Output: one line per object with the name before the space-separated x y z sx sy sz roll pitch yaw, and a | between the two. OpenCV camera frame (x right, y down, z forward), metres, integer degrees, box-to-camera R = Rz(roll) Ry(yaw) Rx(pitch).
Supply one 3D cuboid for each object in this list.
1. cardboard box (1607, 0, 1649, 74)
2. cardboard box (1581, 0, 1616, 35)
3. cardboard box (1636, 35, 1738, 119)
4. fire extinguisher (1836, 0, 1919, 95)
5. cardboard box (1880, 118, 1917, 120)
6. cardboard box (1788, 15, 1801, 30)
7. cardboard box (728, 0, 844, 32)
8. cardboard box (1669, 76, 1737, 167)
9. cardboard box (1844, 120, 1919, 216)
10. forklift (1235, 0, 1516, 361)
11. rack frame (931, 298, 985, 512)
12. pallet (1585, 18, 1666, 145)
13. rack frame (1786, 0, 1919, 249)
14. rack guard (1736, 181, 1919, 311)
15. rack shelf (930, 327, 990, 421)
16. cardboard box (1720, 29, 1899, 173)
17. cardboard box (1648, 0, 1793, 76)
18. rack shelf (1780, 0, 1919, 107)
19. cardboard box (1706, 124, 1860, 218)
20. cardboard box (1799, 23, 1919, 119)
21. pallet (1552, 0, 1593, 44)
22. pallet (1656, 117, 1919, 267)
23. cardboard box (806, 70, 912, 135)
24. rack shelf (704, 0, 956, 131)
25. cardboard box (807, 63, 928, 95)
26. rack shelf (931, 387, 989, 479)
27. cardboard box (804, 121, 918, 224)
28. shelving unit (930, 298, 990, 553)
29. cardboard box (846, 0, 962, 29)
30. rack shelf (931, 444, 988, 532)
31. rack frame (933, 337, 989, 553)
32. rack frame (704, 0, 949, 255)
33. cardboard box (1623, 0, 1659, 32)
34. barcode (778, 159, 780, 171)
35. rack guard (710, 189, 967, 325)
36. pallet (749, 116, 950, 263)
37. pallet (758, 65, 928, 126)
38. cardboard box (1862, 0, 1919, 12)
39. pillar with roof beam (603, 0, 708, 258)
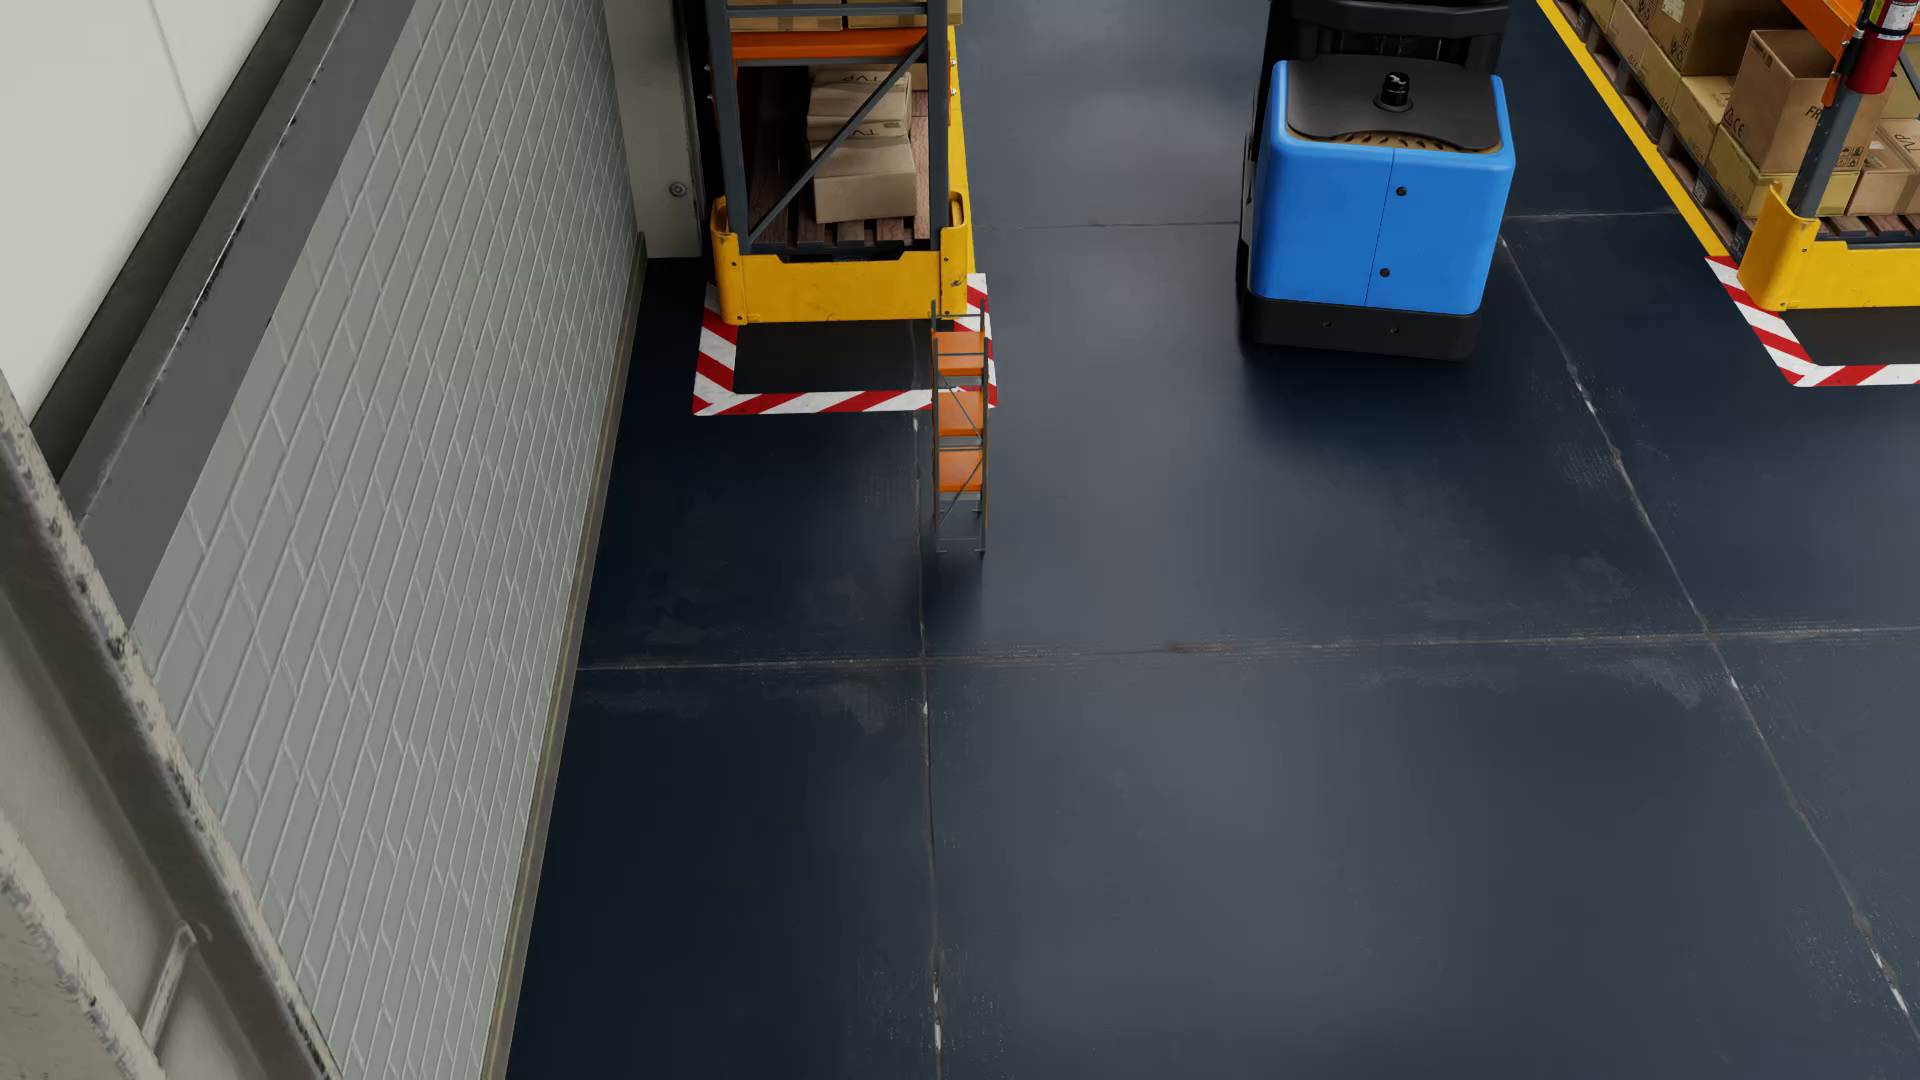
cardboard box | 4.002 -2.854 9.368 0.500 0.250 0.500 -2 43 -2
cardboard box | 3.975 -3.191 9.736 0.500 0.250 0.500 -2 43 -2
cardboard box | 4.022 -2.516 8.999 0.500 0.250 0.500 -2 43 -2
fire extinguisher | 3.937 -2.225 7.015 0.296 0.674 0.183 -2 43 -2
cardboard box | 4.570 -2.194 8.648 0.500 0.250 0.500 -2 43 -2
cardboard box | 4.538 -2.807 8.762 0.500 0.500 0.500 -2 43 -2
cardboard box | -0.767 -2.464 7.315 0.500 0.250 0.500 -1 43 -1
cardboard box | 4.045 -2.179 8.631 0.500 0.250 0.500 -2 43 -2
cardboard box | 4.595 -1.856 8.279 0.500 0.250 0.500 -2 43 -2
forklift | 2.040 -2.895 7.739 1.130 2.935 3.031 6 43 7
rack frame | -0.007 -0.506 6.525 0.200 1.050 0.008 -2 43 -2
pallet | 4.273 -2.656 9.491 1.003 0.211 1.213 -2 43 -2
rack frame | 4.396 -2.347 7.090 1.000 3.000 0.127 -2 43 -2
rack guard | 4.397 -1.409 7.917 1.175 0.500 0.348 -2 43 -2
rack shelf | -0.002 -0.625 6.250 0.215 0.259 0.240 -2 43 -2
cardboard box | 4.076 -2.118 8.010 0.500 0.500 0.500 -2 43 -2
cardboard box | 4.019 -2.793 8.746 0.500 0.500 0.500 -2 43 -2
rack shelf | 4.311 -3.432 8.806 1.077 0.370 4.000 -2 43 -2
cardboard box | 4.078 -1.842 8.263 0.500 0.250 0.500 -2 43 -2
cardboard box | 4.572 -2.470 8.394 0.500 0.500 0.500 -2 43 -2
pallet | 4.218 -3.481 10.392 1.003 0.211 1.213 -2 43 -2
pallet | 4.321 -1.834 8.594 1.003 0.211 1.213 -2 43 -2
cardboard box | -0.517 -2.228 8.625 0.500 0.311 0.500 2 43 2
rack shelf | -0.638 -3.287 8.649 1.077 0.370 4.000 -2 43 -2
cardboard box | -0.498 -2.794 9.103 0.700 0.500 0.500 -4 43 -4
rack shelf | -0.002 -0.415 6.442 0.215 0.259 0.240 -2 43 -2
cardboard box | -0.493 -1.843 8.205 0.500 0.311 0.500 -6 43 -7
shelving unit | -0.002 -0.423 6.435 0.215 1.050 0.252 -2 43 -2
cardboard box | -0.257 -2.493 7.346 0.500 0.250 0.500 -3 43 -3
rack shelf | -0.002 -0.210 6.630 0.215 0.259 0.240 -2 43 -2
rack frame | 0.003 -0.341 6.345 0.200 1.050 0.008 -2 43 -2
rack frame | -0.553 -2.202 6.933 1.000 3.000 0.127 -2 43 -2
cardboard box | 3.999 -3.130 9.114 0.500 0.500 0.500 -2 43 -2
barcode | -0.893 -1.847 8.203 0.001 0.075 0.075 -2 43 -2
rack guard | -0.557 -1.332 7.833 1.175 0.500 0.348 -2 43 -2
pallet | -0.556 -1.775 8.530 1.003 0.211 1.213 -2 43 -2
pallet | -0.605 -2.597 9.427 1.003 0.211 1.213 -2 43 -2
cardboard box | 4.389 -2.699 7.401 0.700 0.500 0.500 -2 43 -2
pillar with roof beam | 2.854 -4.985 5.529 9.100 9.000 0.400 -2 43 -2
